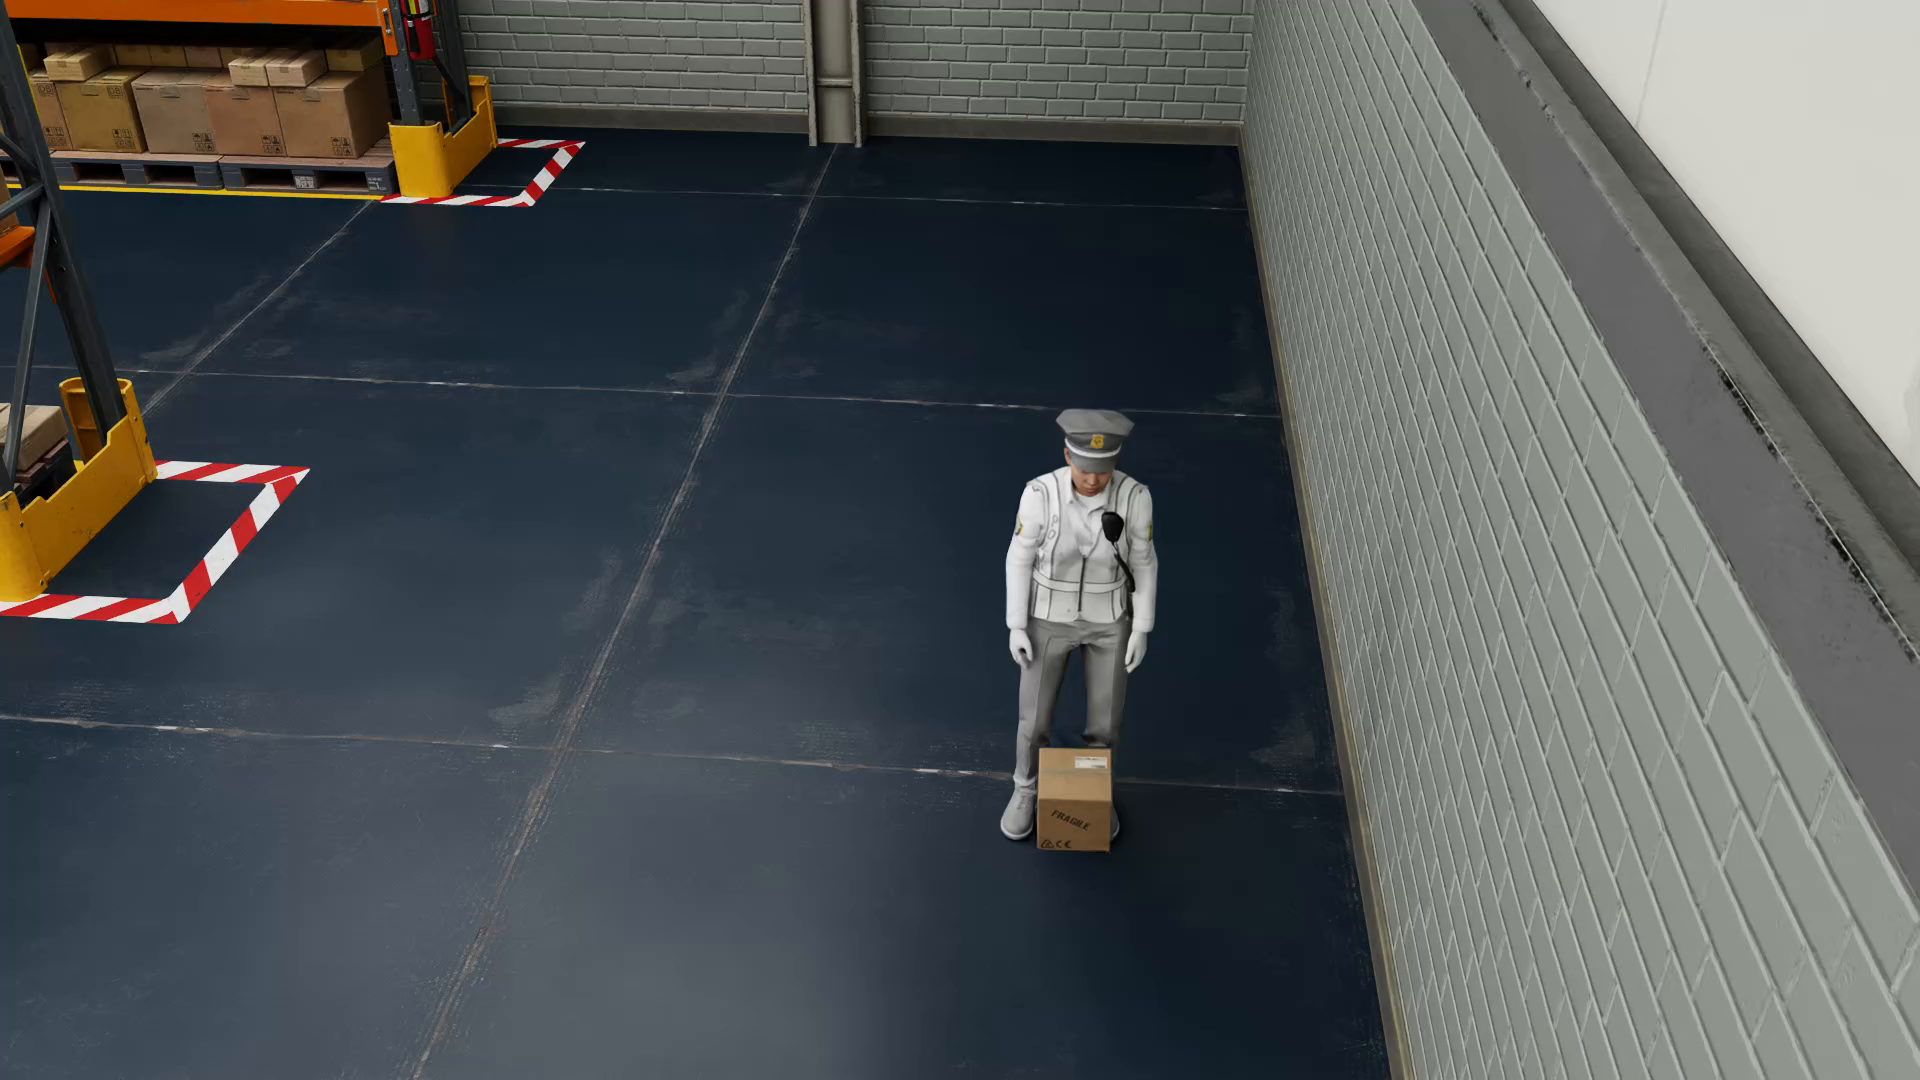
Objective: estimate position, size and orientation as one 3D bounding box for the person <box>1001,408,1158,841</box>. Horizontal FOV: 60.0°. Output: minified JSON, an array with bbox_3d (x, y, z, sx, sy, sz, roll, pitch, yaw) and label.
[{"bbox_3d":[0.407,0.290,5.668,0.512,1.666,0.358,2,32,2],"label":"person"}]
